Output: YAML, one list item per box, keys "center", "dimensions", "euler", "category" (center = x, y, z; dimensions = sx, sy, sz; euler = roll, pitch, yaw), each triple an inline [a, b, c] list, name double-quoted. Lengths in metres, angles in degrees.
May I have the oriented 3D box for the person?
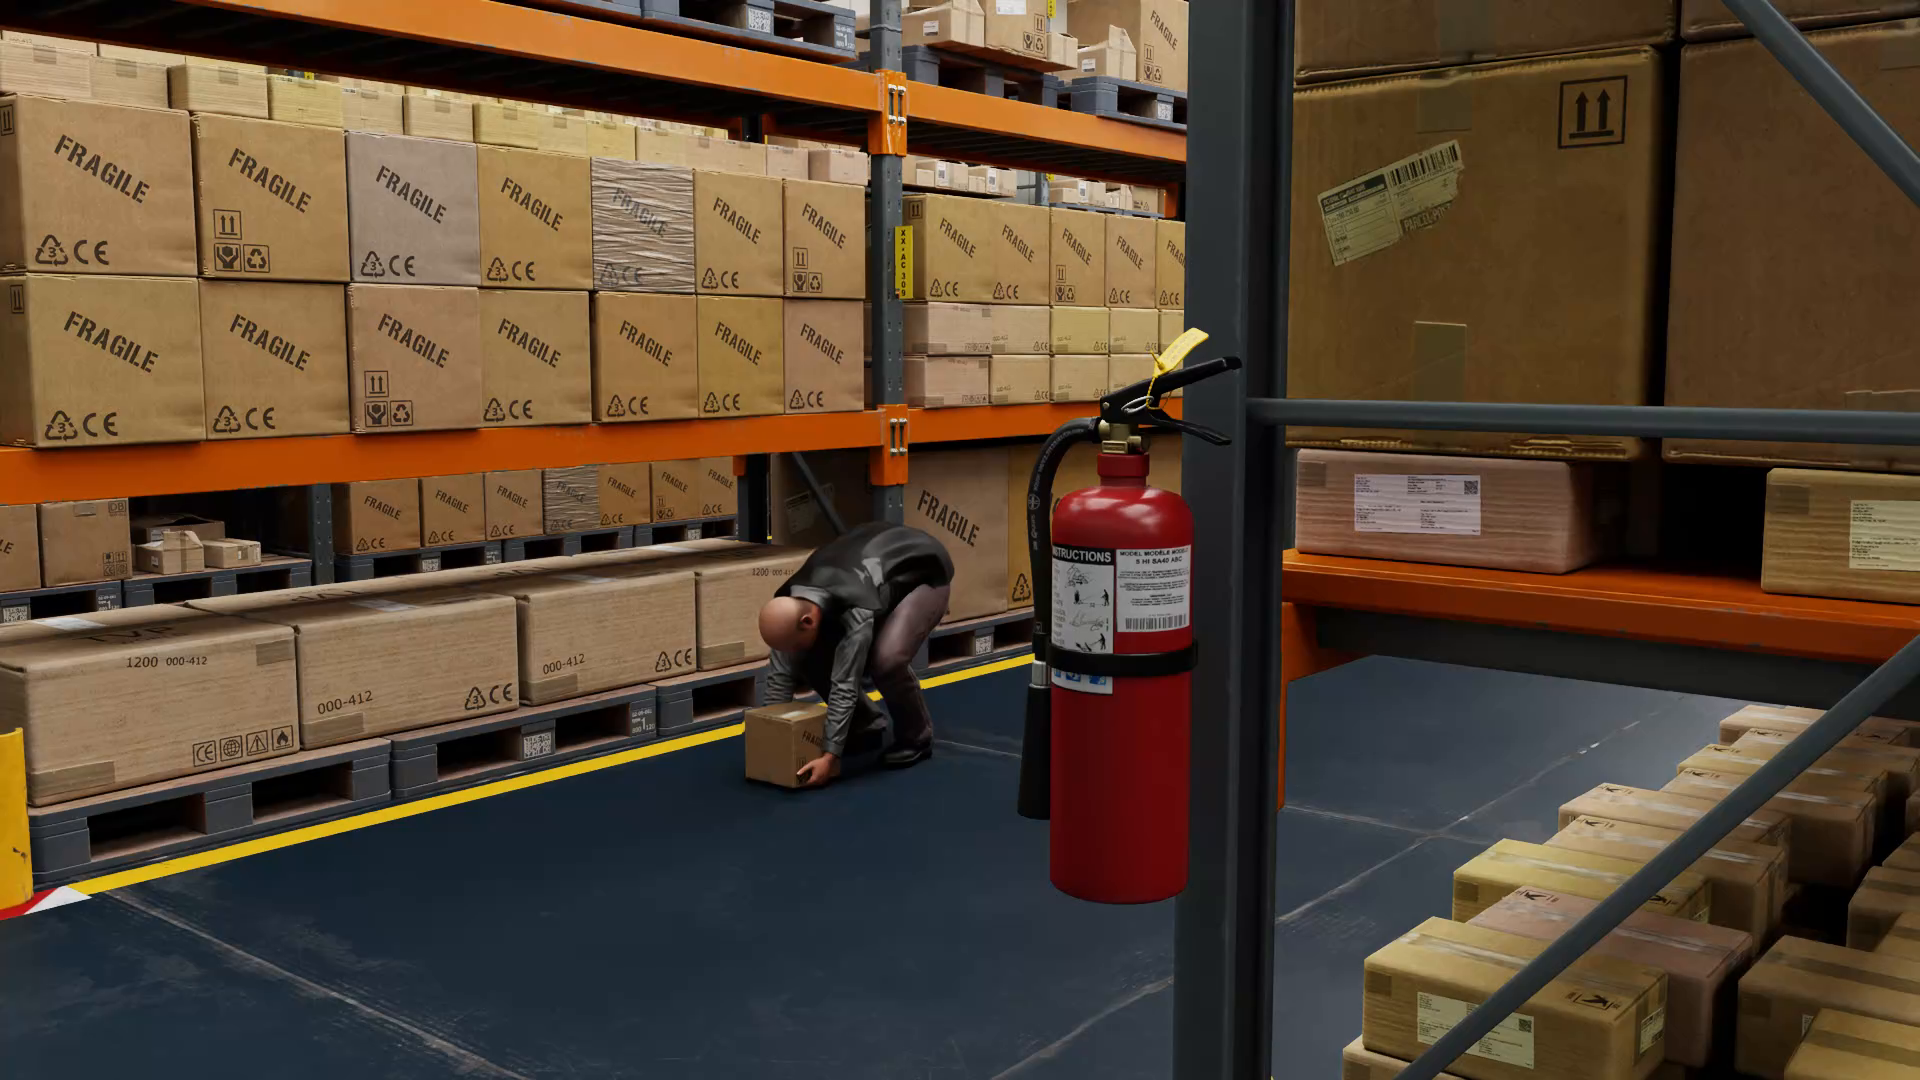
- center: [-0.410, 0.406, 6.324]
  dimensions: [0.519, 0.922, 0.947]
  euler: [5, 8, 36]
  category: "person"
